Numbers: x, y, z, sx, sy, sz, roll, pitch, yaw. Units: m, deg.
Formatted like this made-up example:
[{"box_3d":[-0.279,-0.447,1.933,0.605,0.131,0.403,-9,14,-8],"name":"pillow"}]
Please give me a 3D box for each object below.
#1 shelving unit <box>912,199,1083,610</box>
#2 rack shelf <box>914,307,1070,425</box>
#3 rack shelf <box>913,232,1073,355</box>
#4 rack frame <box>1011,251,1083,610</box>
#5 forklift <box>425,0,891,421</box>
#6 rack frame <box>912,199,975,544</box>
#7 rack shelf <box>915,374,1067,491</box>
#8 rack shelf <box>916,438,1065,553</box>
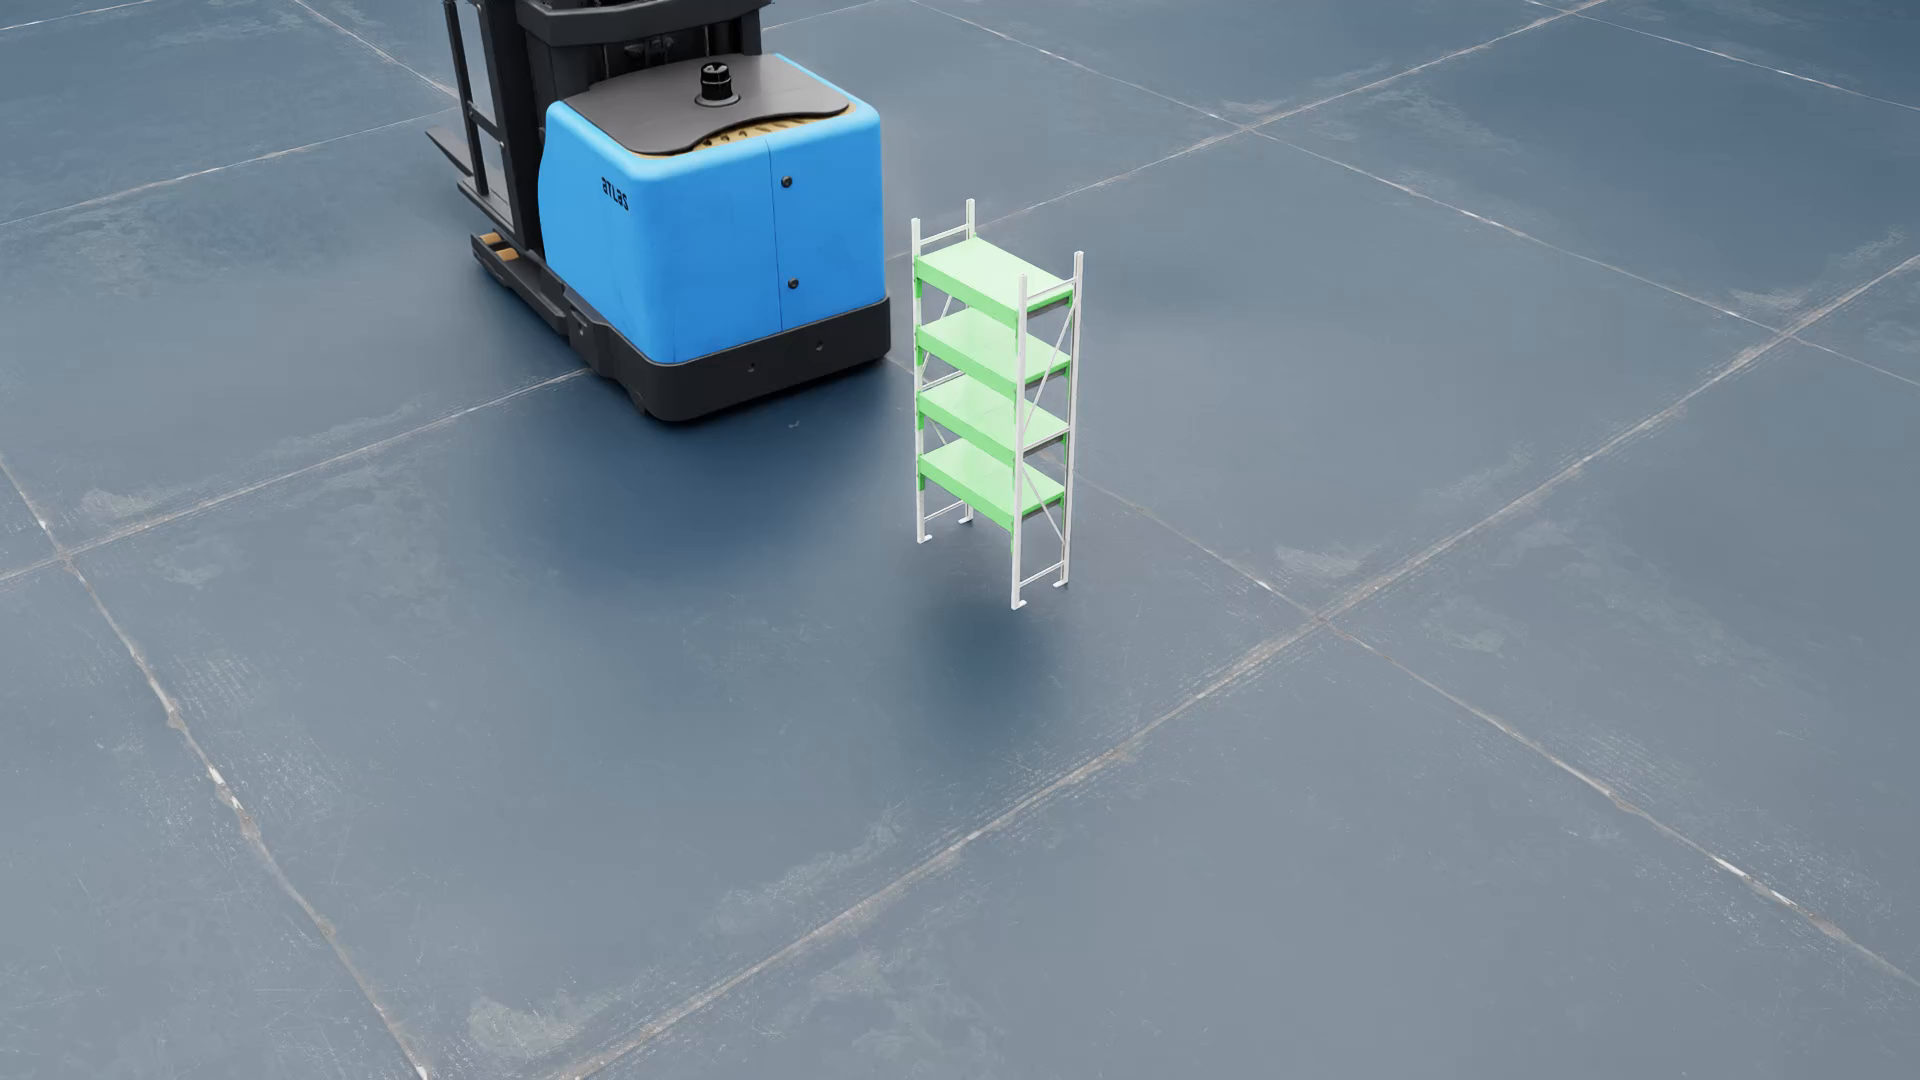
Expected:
[{"box_3d":[0.107,-0.417,5.300,0.258,1.200,0.503,-26,43,-32],"name":"shelving unit"},{"box_3d":[0.107,-0.560,5.198,0.258,0.148,0.480,-26,43,-32],"name":"rack shelf"},{"box_3d":[0.107,-0.756,5.060,0.258,0.148,0.480,-26,43,-32],"name":"rack shelf"},{"box_3d":[0.264,-0.309,5.148,0.240,1.200,0.015,-26,43,-32],"name":"rack frame"},{"box_3d":[-1.526,-2.452,6.677,1.130,2.935,3.031,-22,41,-27],"name":"forklift"},{"box_3d":[-0.051,-0.524,5.452,0.240,1.200,0.015,-26,43,-32],"name":"rack frame"},{"box_3d":[0.107,-0.364,5.337,0.258,0.148,0.480,-26,43,-32],"name":"rack shelf"},{"box_3d":[0.107,-0.169,5.476,0.258,0.148,0.480,-26,43,-32],"name":"rack shelf"}]
